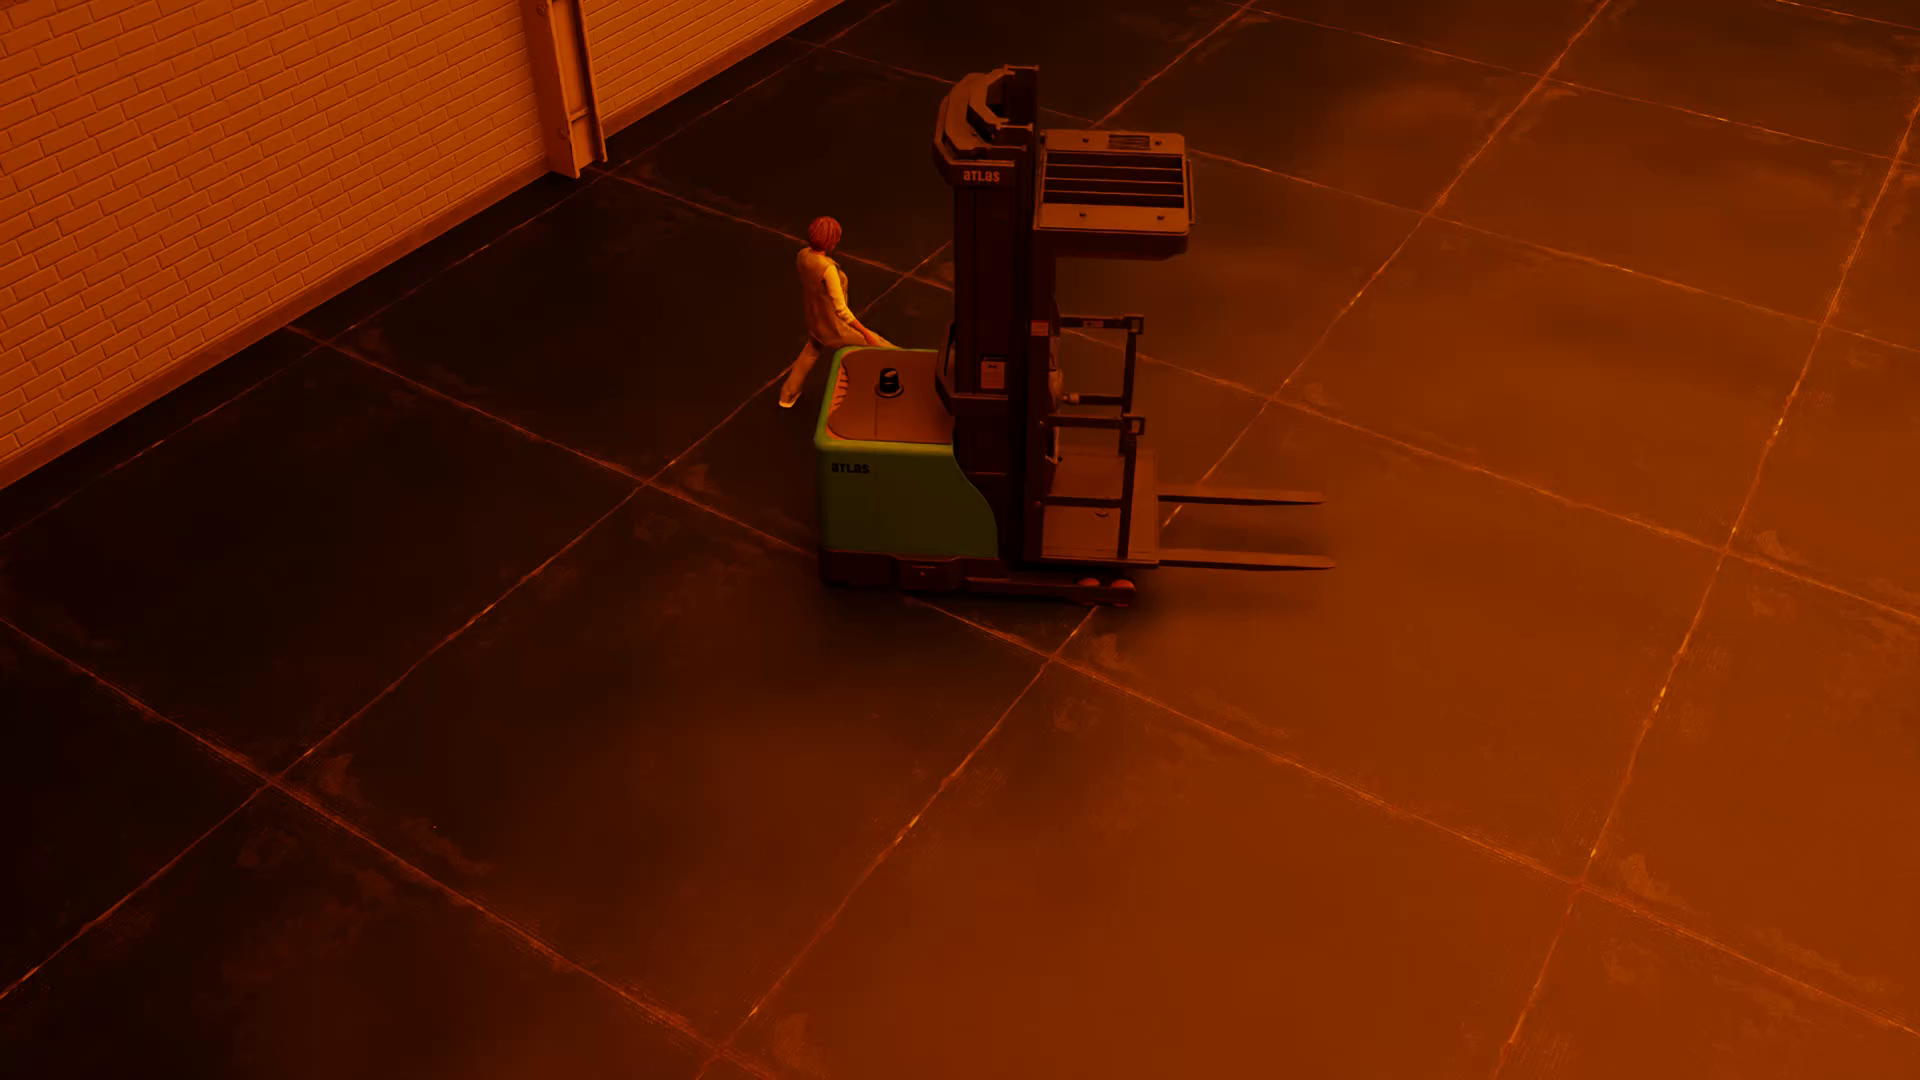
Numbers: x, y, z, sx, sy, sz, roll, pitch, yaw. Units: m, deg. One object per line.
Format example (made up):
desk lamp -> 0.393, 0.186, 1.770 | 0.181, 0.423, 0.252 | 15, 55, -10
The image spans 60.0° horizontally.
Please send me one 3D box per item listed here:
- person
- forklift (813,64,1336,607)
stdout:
person -> -0.853, -1.452, 10.850 | 0.651, 1.482, 0.821 | -23, 45, -25
forklift -> 0.708, -1.082, 9.244 | 3.031, 2.935, 1.130 | 3, 40, 3
